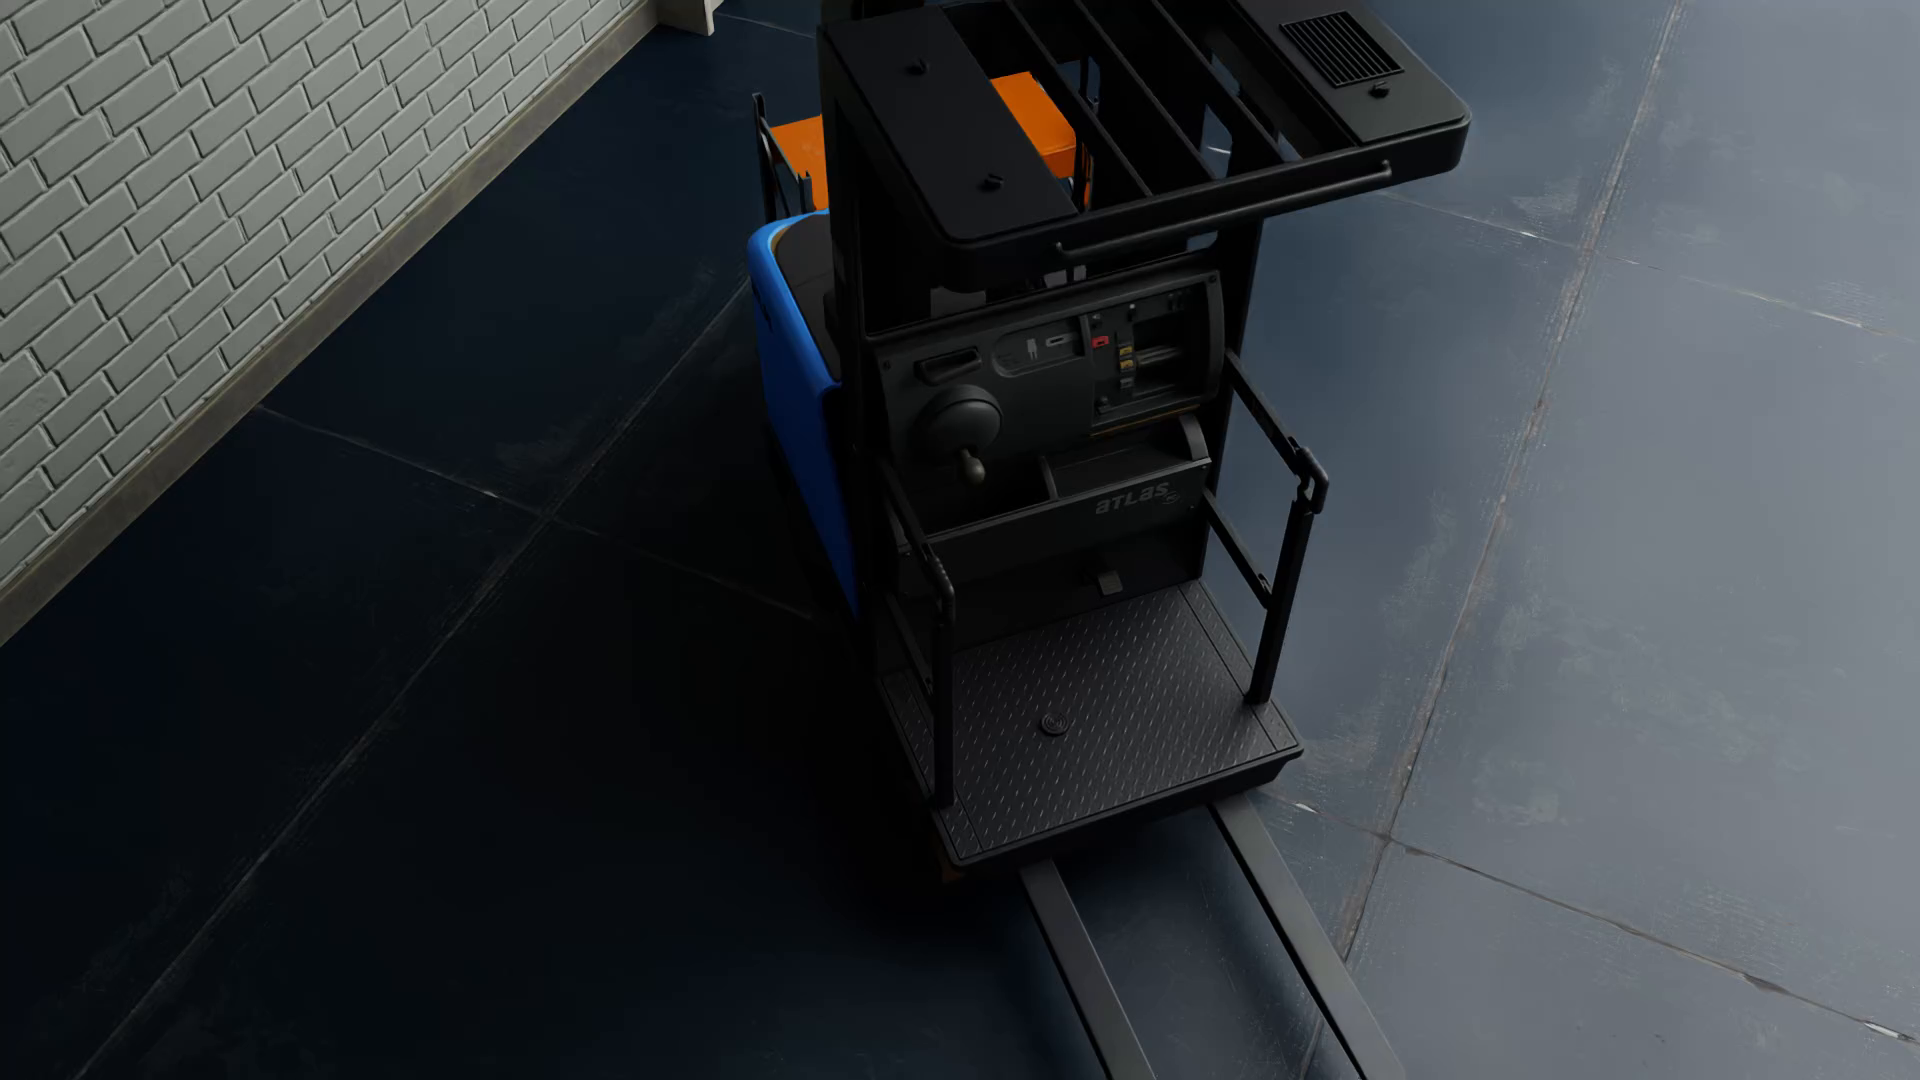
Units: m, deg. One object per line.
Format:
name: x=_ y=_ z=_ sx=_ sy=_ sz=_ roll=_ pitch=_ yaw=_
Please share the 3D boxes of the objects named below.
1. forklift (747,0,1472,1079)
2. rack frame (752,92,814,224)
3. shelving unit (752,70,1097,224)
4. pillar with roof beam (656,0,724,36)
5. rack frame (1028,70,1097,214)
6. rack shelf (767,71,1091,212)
forklift: x=0.321 y=-0.312 z=4.091 sx=1.130 sy=2.935 sz=3.031 roll=-16 pitch=52 yaw=-13
rack frame: x=-0.581 y=-0.950 z=5.819 sx=0.032 sy=1.125 sz=0.500 roll=-18 pitch=52 yaw=-15
shelving unit: x=-0.115 y=-1.103 z=5.950 sx=1.048 sy=1.125 sz=0.538 roll=-18 pitch=52 yaw=-15
pillar with roof beam: x=2.667 y=-4.049 z=3.286 sx=9.100 sy=9.000 sz=0.400 roll=20 pitch=52 yaw=16
rack frame: x=0.352 y=-1.257 z=6.081 sx=0.032 sy=1.125 sz=0.500 roll=-18 pitch=52 yaw=-15
rack shelf: x=-0.115 y=-1.293 z=5.727 sx=1.000 sy=0.278 sz=0.538 roll=-18 pitch=52 yaw=-15
